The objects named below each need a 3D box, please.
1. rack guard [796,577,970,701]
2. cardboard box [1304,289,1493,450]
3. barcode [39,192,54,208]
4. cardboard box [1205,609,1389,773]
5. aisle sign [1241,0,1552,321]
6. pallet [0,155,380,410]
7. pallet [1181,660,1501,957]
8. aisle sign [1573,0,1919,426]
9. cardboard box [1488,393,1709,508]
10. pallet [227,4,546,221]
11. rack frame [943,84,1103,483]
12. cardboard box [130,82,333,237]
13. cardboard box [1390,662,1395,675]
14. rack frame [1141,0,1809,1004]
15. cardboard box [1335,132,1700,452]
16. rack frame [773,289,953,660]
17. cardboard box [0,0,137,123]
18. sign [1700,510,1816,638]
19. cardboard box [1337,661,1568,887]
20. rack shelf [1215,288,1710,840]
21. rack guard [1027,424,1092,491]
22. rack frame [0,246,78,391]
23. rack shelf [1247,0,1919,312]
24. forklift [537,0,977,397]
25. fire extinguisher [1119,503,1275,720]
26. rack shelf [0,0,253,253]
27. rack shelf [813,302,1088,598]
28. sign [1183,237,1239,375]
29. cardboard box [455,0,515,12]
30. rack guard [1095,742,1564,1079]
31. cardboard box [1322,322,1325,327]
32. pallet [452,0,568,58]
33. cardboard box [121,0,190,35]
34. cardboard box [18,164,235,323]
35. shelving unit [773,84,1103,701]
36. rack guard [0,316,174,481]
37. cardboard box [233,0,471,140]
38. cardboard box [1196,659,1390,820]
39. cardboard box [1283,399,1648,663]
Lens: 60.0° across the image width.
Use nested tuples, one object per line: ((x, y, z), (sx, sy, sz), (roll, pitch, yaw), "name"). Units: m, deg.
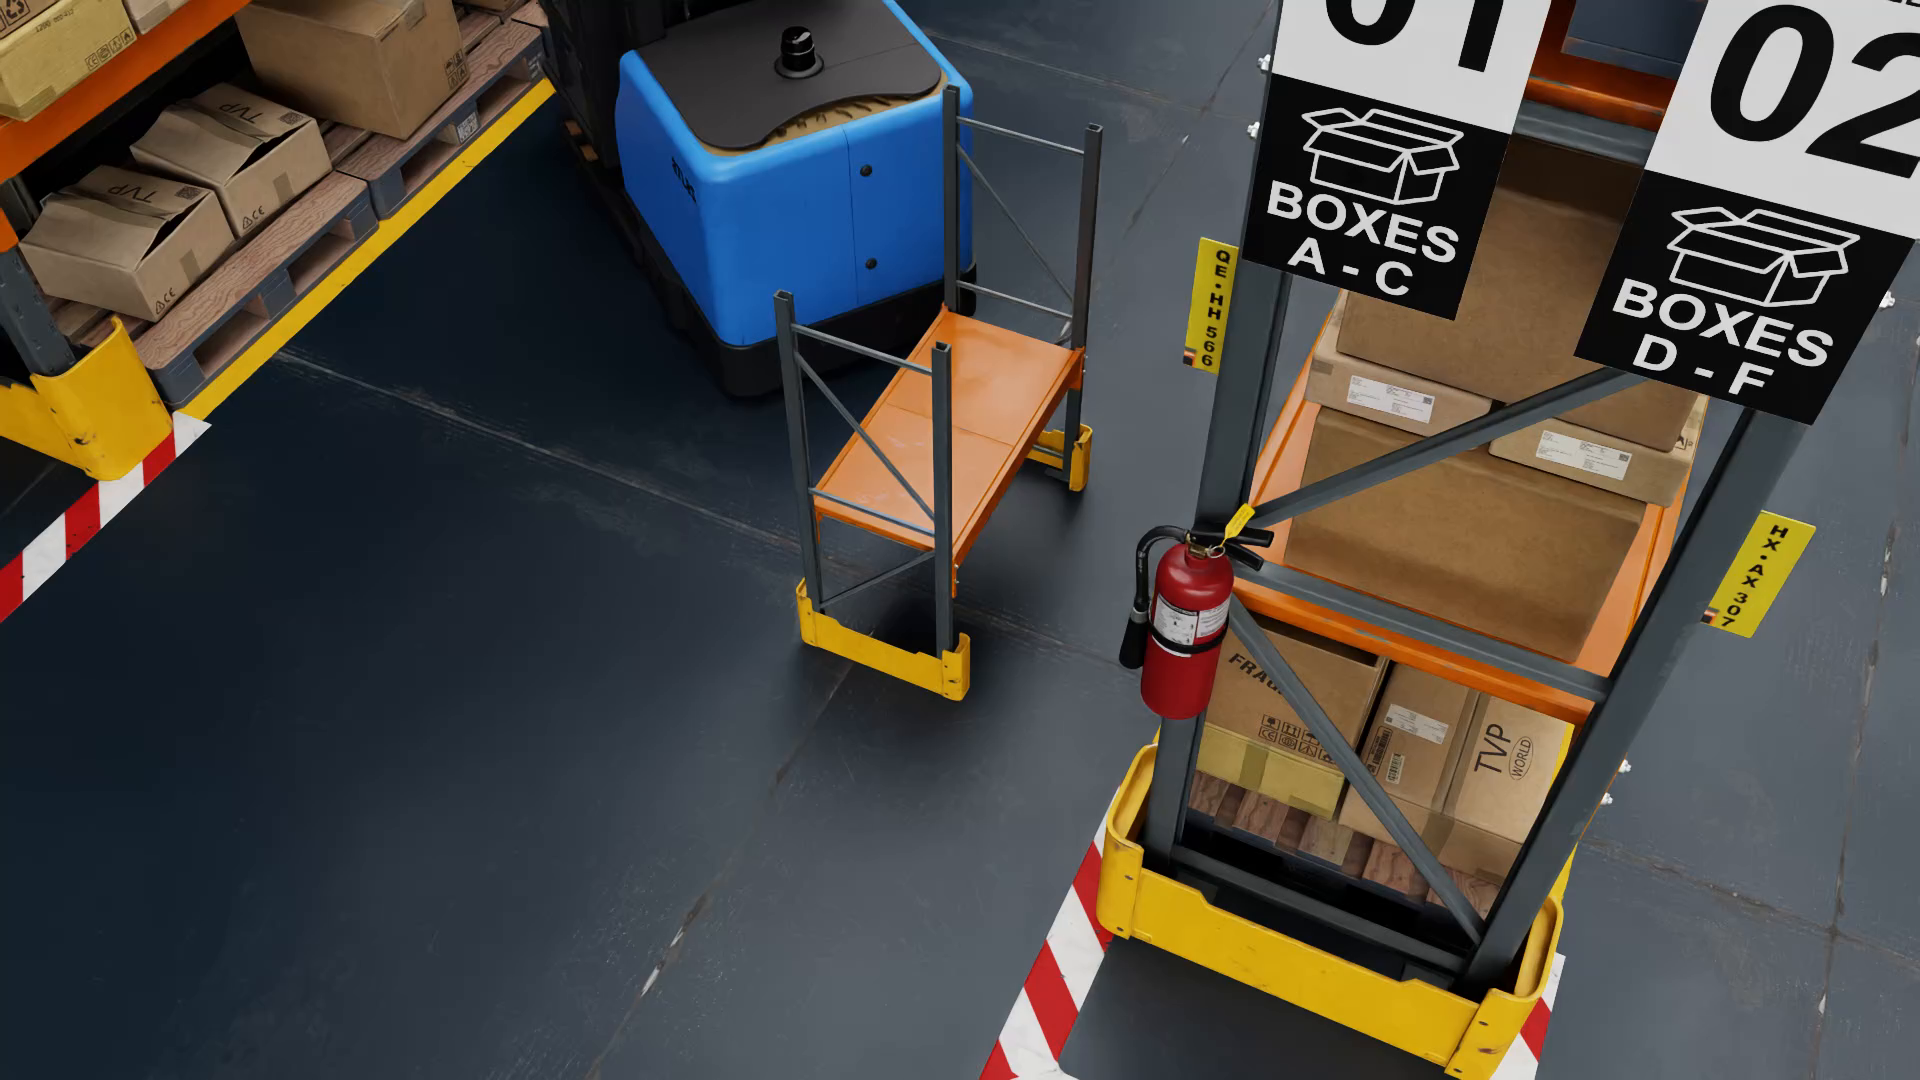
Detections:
((-0.245, 0.314, 5.318), (0.587, 0.250, 0.087), (20, 52, 16), "rack guard")
((0.975, -0.379, 3.611), (0.380, 0.149, 0.250), (19, 52, 15), "cardboard box")
((-3.474, -1.284, 6.344), (0.001, 0.075, 0.075), (20, 52, 16), "barcode")
((0.944, 0.235, 4.618), (0.500, 0.500, 0.500), (20, 52, 16), "cardboard box")
((0.690, -0.704, 2.673), (0.394, 0.787, 0.004), (20, 52, 16), "aisle sign")
((-3.085, -1.117, 6.562), (1.003, 0.211, 1.213), (20, 52, 16), "pallet")
((1.272, 0.552, 5.141), (1.003, 0.211, 1.213), (20, 52, 16), "pallet")
((1.232, -0.509, 2.506), (0.394, 0.787, 0.004), (20, 52, 16), "aisle sign")
((1.346, -0.254, 3.505), (0.380, 0.149, 0.250), (19, 52, 16), "cardboard box")
((-2.563, -1.954, 7.274), (1.003, 0.211, 1.213), (20, 52, 16), "pallet")
((0.181, -0.777, 5.427), (0.500, 1.500, 0.032), (20, 52, 16), "rack frame")
((-2.876, -1.531, 6.560), (0.500, 0.311, 0.500), (24, 54, 19), "cardboard box")
((1.624, 0.301, 5.054), (0.500, 0.250, 0.500), (20, 52, 16), "cardboard box")
((0.984, 0.189, 3.620), (1.000, 3.000, 0.127), (20, 52, 16), "rack frame")
((1.217, -0.618, 3.389), (0.700, 0.500, 0.500), (20, 52, 16), "cardboard box")
((-0.254, -0.077, 4.831), (0.500, 1.500, 0.032), (20, 52, 16), "rack frame")
((-3.001, -1.611, 5.237), (0.500, 0.250, 0.500), (18, 52, 15), "cardboard box")
((1.483, 0.067, 3.103), (0.100, 0.325, 0.005), (20, 52, 16), "sign")
((1.414, 0.647, 4.760), (0.500, 0.250, 0.500), (20, 52, 16), "cardboard box")
((1.838, -0.955, 5.066), (1.077, 0.370, 4.000), (20, 52, 16), "rack shelf")
((0.180, -0.371, 5.902), (0.587, 0.250, 0.087), (20, 52, 16), "rack guard")
((-3.497, -1.420, 4.989), (1.000, 3.000, 0.127), (20, 52, 16), "rack frame")
((1.838, -1.927, 3.923), (1.077, 0.370, 4.000), (20, 52, 16), "rack shelf")
((-1.067, -2.607, 6.044), (1.130, 2.935, 3.031), (-22, 53, -17), "forklift")
((0.513, 0.144, 3.709), (0.296, 0.674, 0.183), (20, 52, 16), "fire extinguisher")
((-2.642, -2.565, 6.435), (1.077, 0.370, 4.000), (20, 52, 16), "rack shelf")
((-0.036, -0.311, 5.266), (0.538, 0.185, 1.000), (20, 52, 16), "rack shelf")
((0.499, -0.449, 3.247), (0.100, 0.325, 0.005), (20, 52, 16), "sign")
((-2.195, -2.780, 7.498), (0.500, 0.500, 0.500), (16, 52, 13), "cardboard box")
((0.973, 1.015, 4.558), (1.175, 0.500, 0.348), (20, 52, 16), "rack guard")
((1.358, -0.459, 5.208), (0.500, 0.500, 0.500), (20, 52, 16), "cardboard box")
((-2.043, -2.797, 7.992), (1.003, 0.211, 1.213), (20, 52, 16), "pallet")
((-2.792, -1.973, 5.545), (0.500, 0.250, 0.500), (18, 52, 15), "cardboard box")
((-3.120, -1.139, 6.226), (0.500, 0.311, 0.500), (14, 51, 12), "cardboard box")
((-0.033, -0.434, 5.134), (0.587, 1.500, 1.083), (20, 52, 16), "shelving unit")
((-3.464, -0.663, 5.986), (1.175, 0.500, 0.348), (20, 52, 16), "rack guard")
((-2.518, -2.082, 6.904), (0.700, 0.500, 0.500), (17, 52, 14), "cardboard box")
((0.946, 0.478, 4.903), (0.500, 0.250, 0.500), (20, 52, 16), "cardboard box")
((1.195, -0.161, 3.852), (0.700, 0.500, 0.500), (20, 52, 16), "cardboard box")
